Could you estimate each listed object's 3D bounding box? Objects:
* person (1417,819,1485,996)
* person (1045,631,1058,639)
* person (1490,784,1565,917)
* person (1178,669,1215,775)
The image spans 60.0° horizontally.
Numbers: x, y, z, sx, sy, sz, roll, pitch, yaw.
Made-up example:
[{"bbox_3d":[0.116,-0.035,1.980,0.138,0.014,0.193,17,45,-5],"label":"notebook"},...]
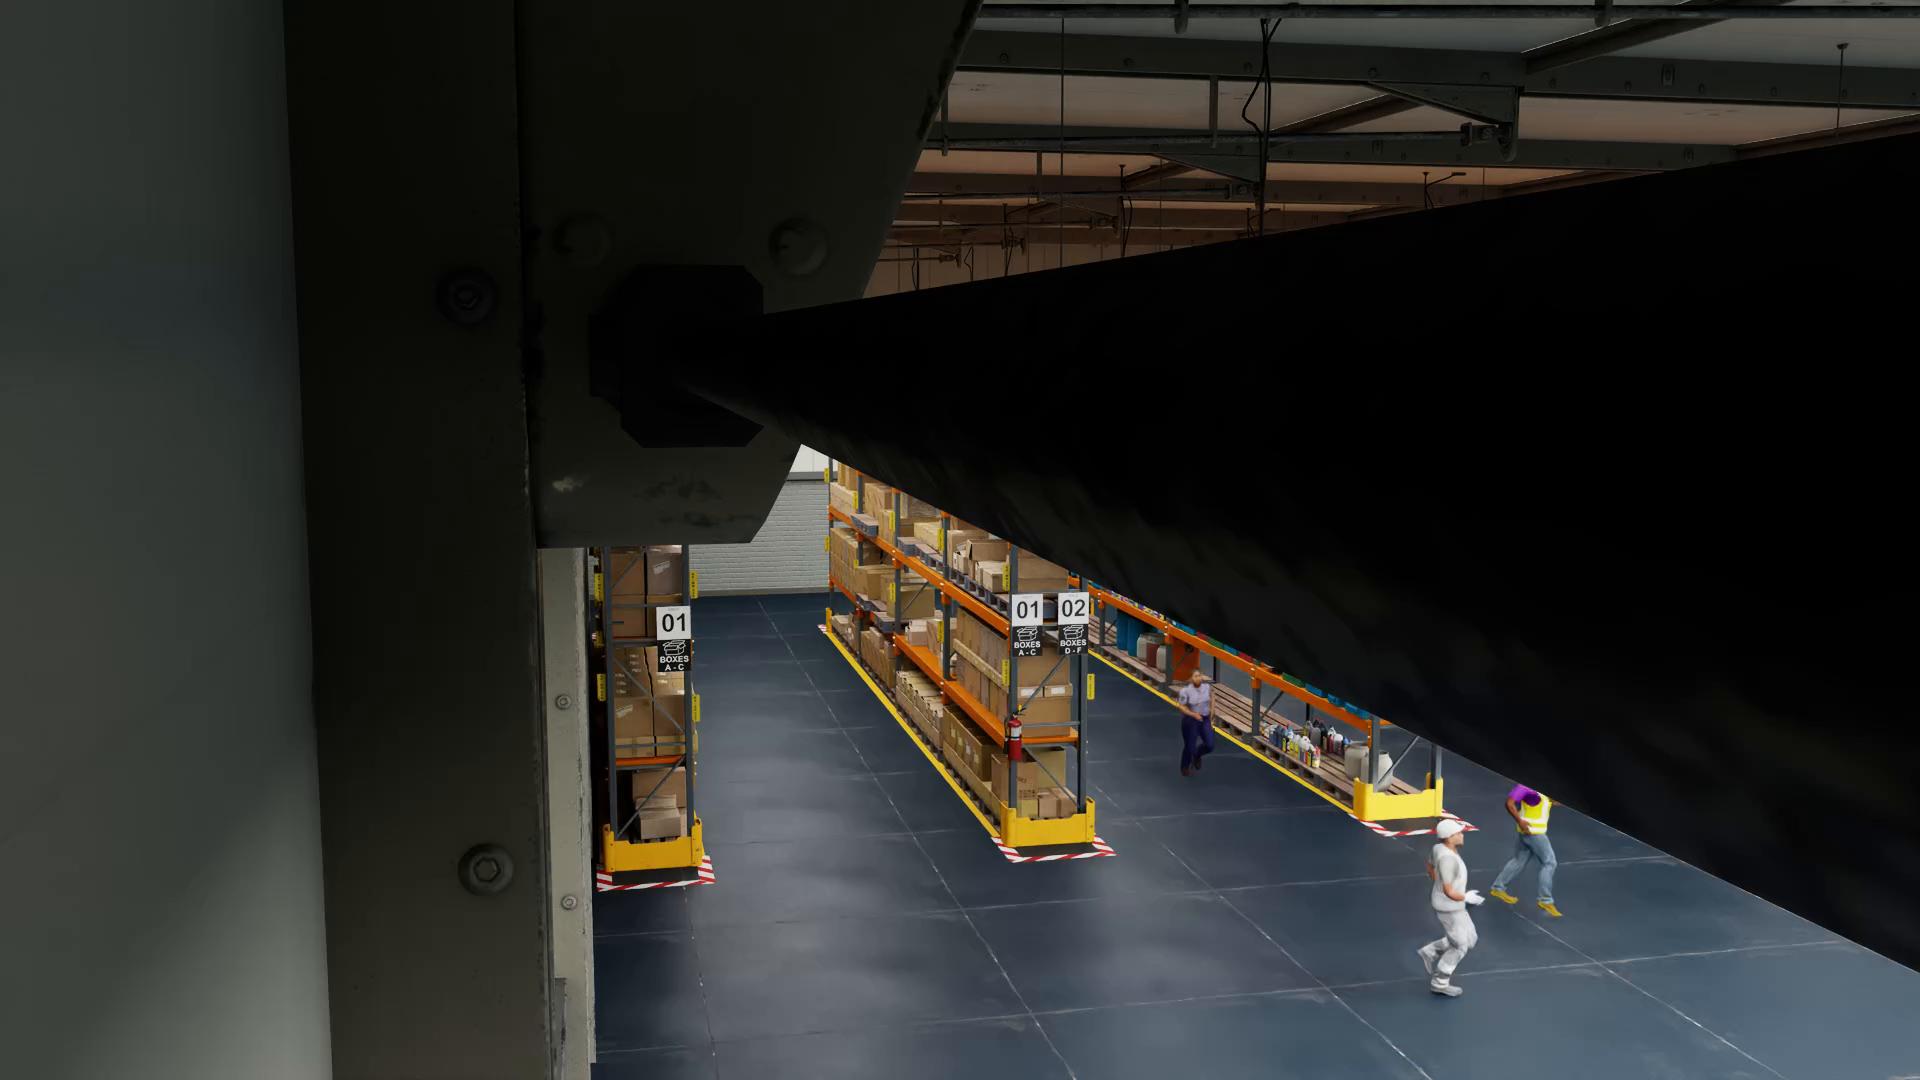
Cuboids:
[{"bbox_3d":[4.767,3.560,16.143,0.593,1.742,0.655,1,7,11],"label":"person"},{"bbox_3d":[1.694,1.881,30.166,0.680,1.750,0.695,-3,7,-25],"label":"person"},{"bbox_3d":[6.353,3.269,18.553,0.788,1.831,0.665,2,7,17],"label":"person"},{"bbox_3d":[3.469,2.666,24.221,0.628,1.601,0.697,-2,7,-14],"label":"person"}]
